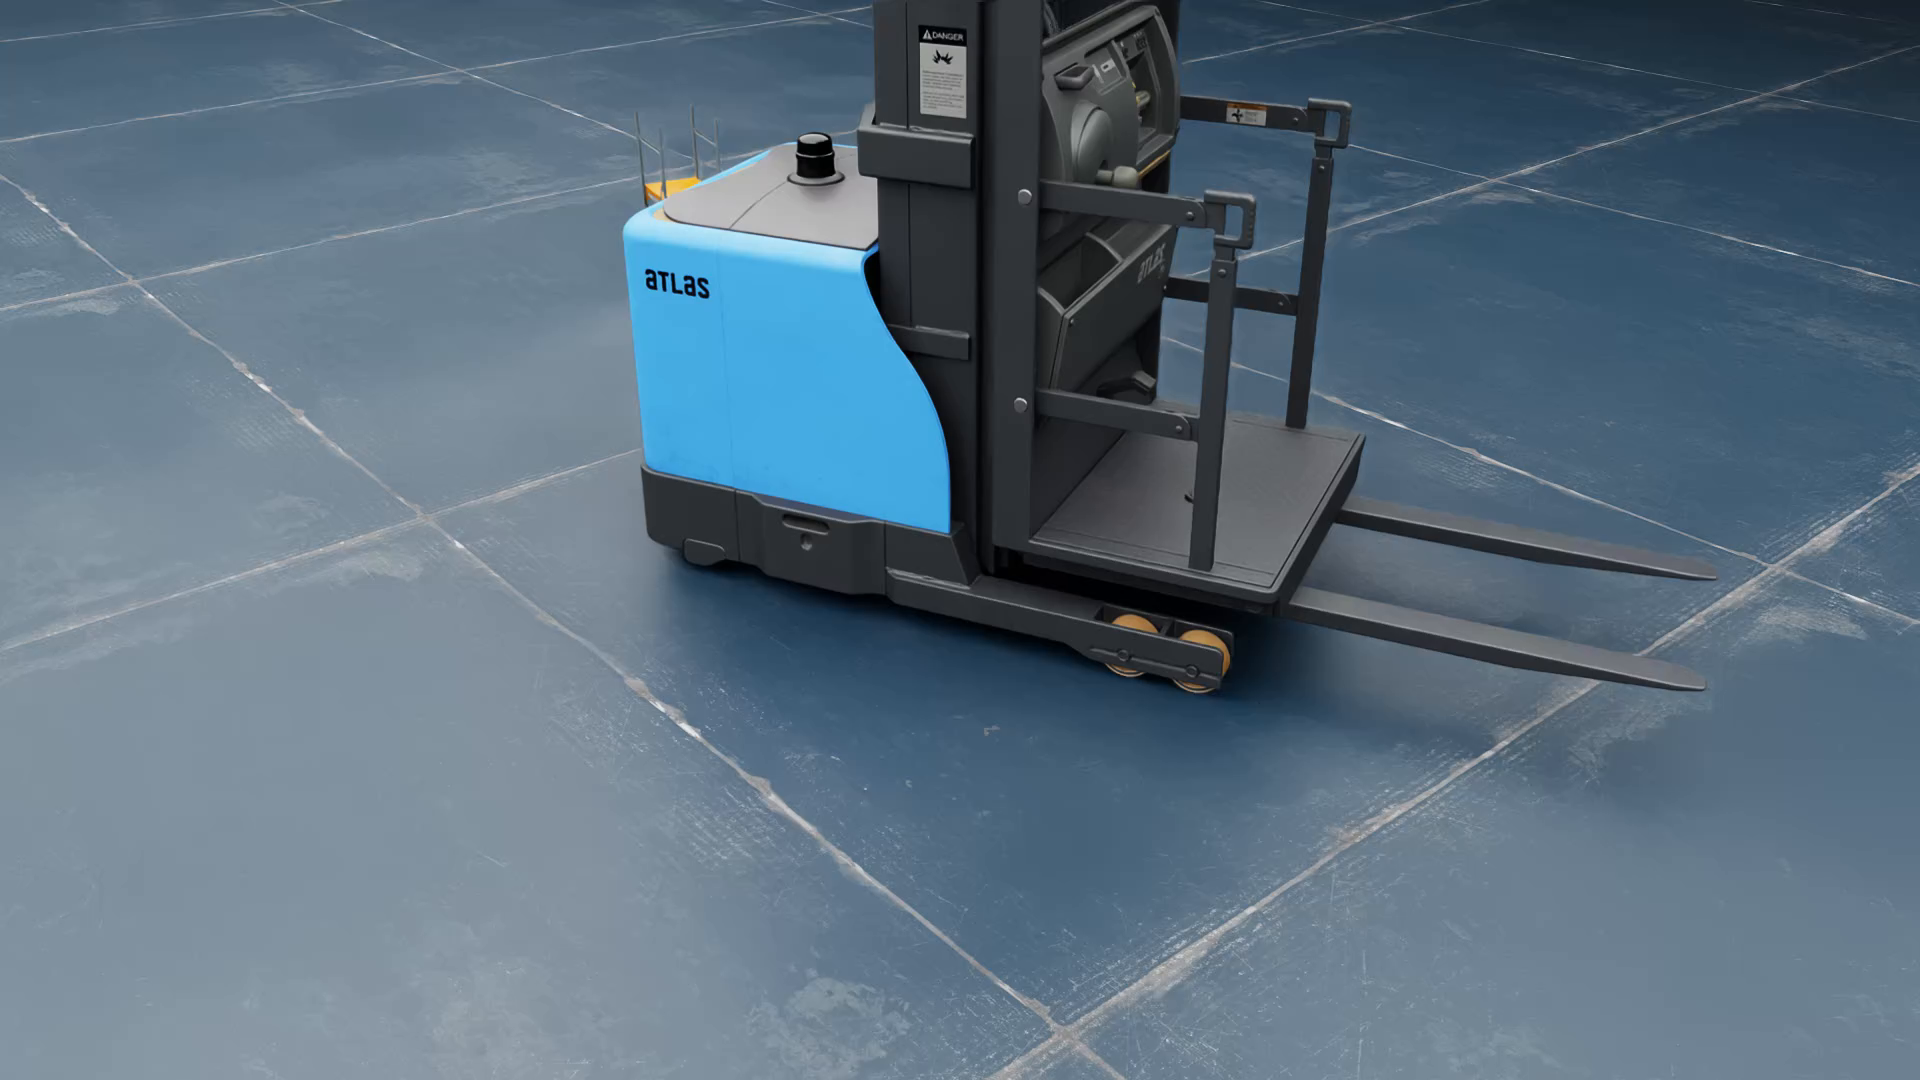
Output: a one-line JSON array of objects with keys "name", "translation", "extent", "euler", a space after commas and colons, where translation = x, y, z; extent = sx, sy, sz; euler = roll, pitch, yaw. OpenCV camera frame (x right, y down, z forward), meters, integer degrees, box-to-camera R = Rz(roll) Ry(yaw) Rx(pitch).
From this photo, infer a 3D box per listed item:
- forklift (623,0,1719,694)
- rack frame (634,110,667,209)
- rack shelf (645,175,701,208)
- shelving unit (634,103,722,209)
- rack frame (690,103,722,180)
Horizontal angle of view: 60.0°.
[{"name": "forklift", "translation": [0.593, -1.166, 4.322], "extent": [3.031, 2.935, 1.130], "euler": [12, 30, 21]}, {"name": "rack frame", "translation": [-0.964, -0.777, 5.431], "extent": [0.006, 1.200, 0.240], "euler": [-14, 31, -24]}, {"name": "rack shelf", "translation": [-0.885, -1.076, 5.319], "extent": [0.180, 0.103, 0.258], "euler": [-14, 31, -24]}, {"name": "shelving unit", "translation": [-0.884, -0.798, 5.469], "extent": [0.189, 1.200, 0.258], "euler": [-14, 31, -24]}, {"name": "rack frame", "translation": [-0.803, -0.819, 5.506], "extent": [0.006, 1.200, 0.240], "euler": [-14, 31, -24]}]
